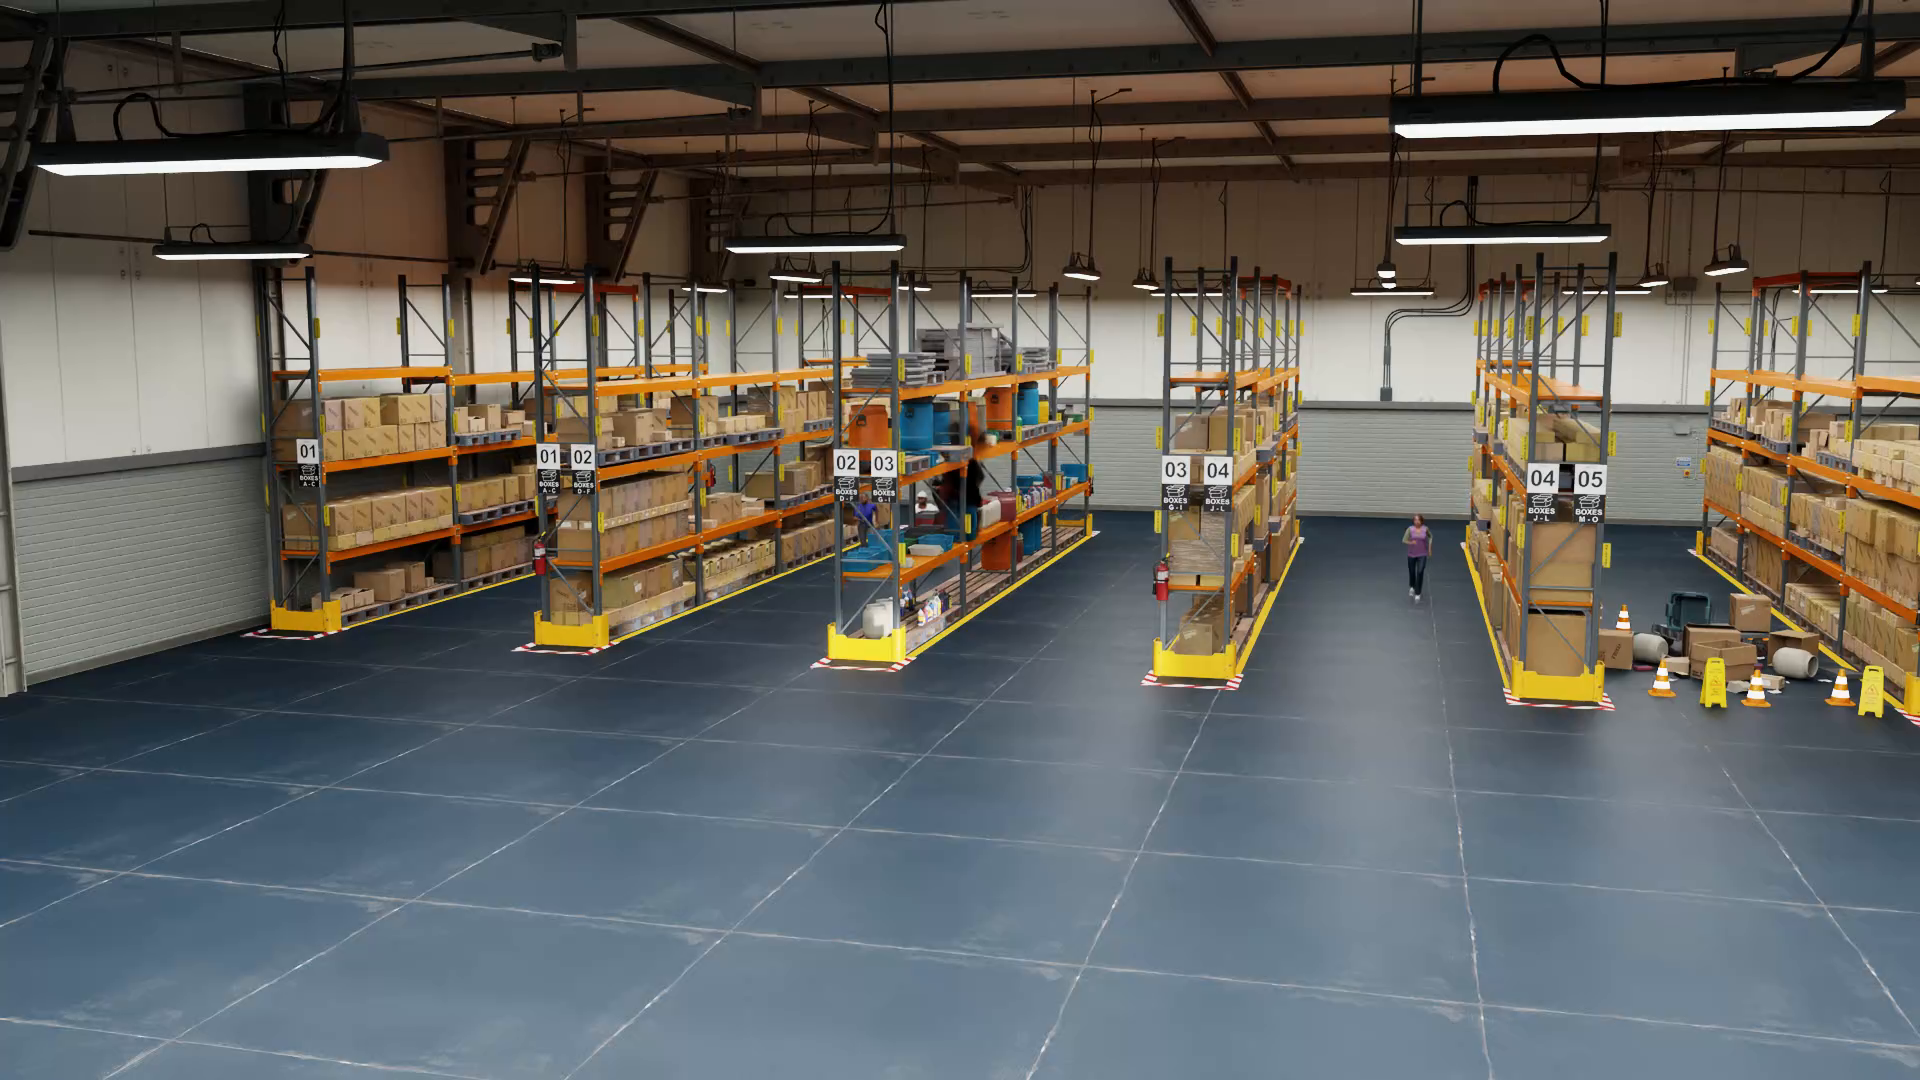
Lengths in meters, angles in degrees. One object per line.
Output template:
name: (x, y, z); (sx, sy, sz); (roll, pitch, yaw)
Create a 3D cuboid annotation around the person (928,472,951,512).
person: (-0.449, -1.115, 41.853); (0.804, 1.696, 0.757); (-3, 8, -24)

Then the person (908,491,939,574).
person: (-0.744, -0.149, 33.972); (0.688, 1.706, 0.625); (2, 8, 17)

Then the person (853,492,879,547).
person: (-1.977, -0.226, 35.007); (0.514, 1.606, 0.913); (0, 7, 1)

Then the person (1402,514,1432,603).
person: (8.406, 0.308, 30.600); (0.540, 1.609, 0.842); (2, 7, 14)
